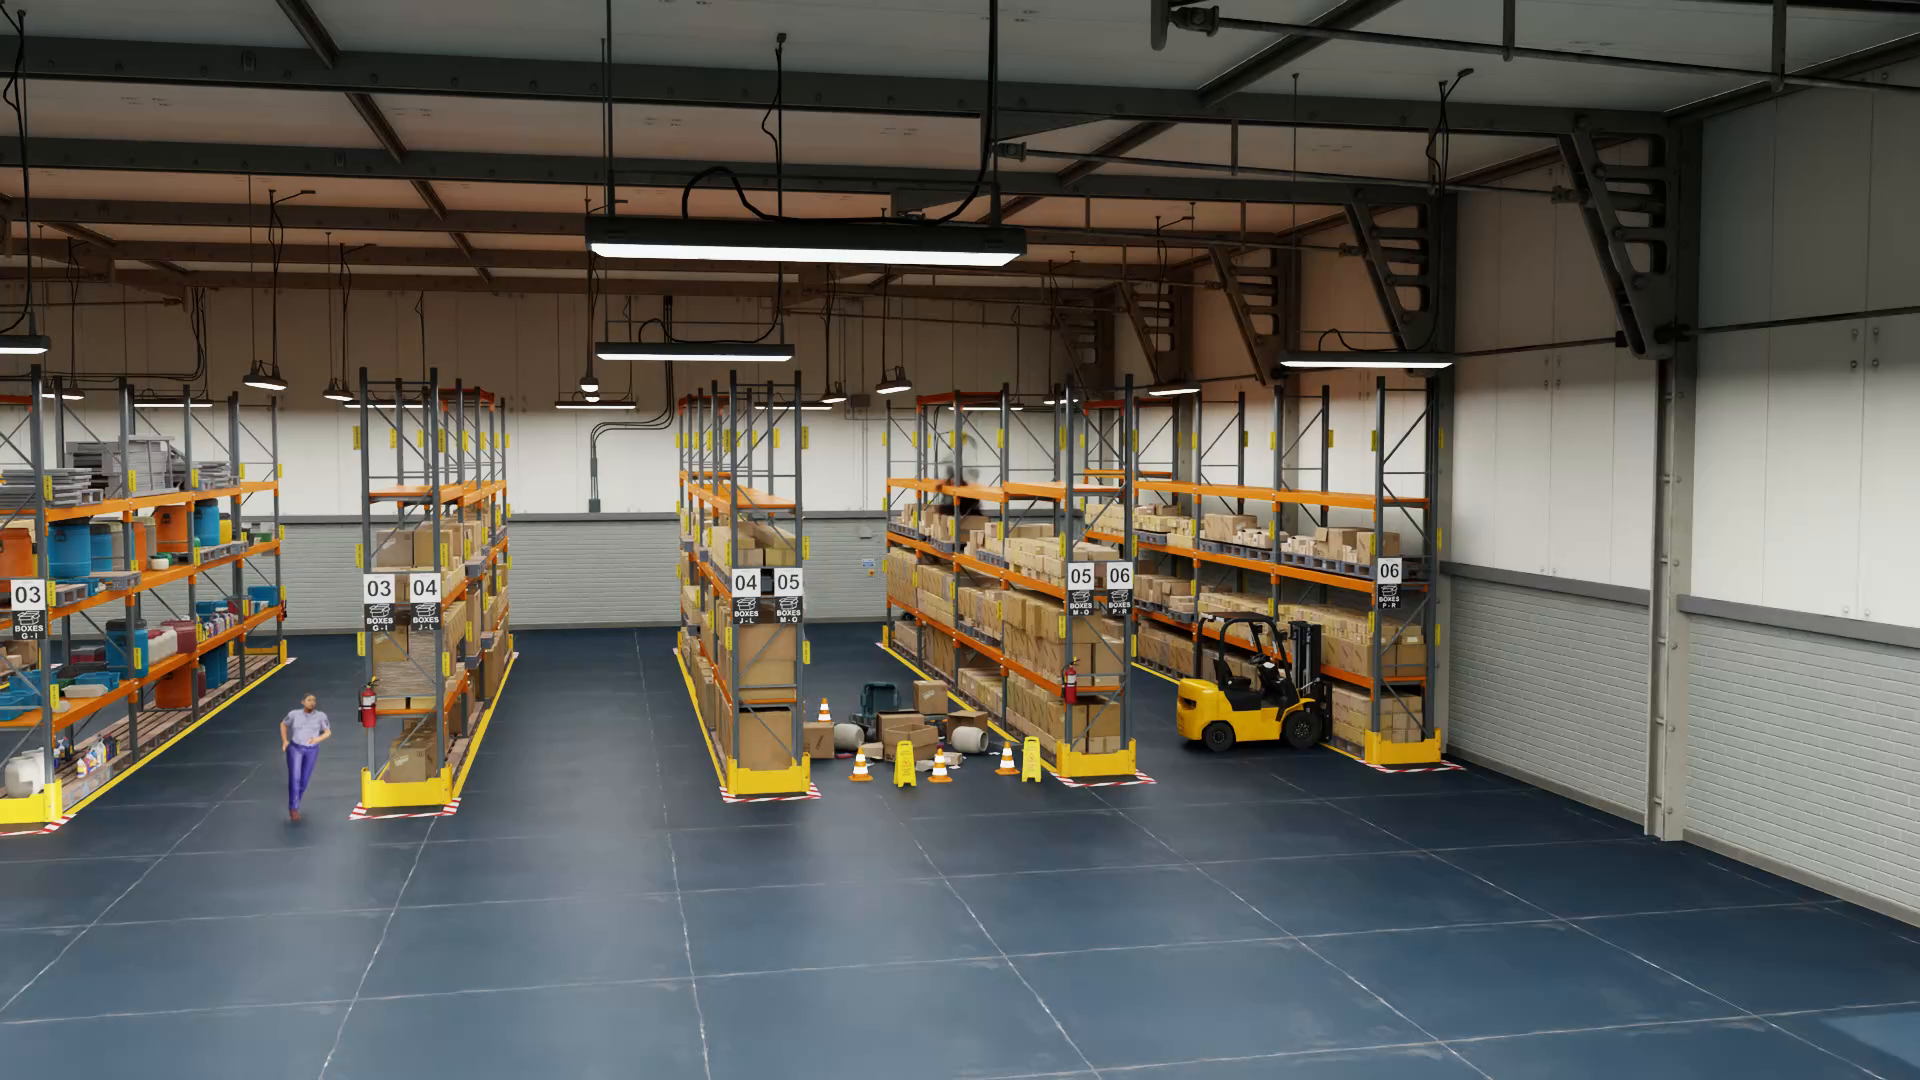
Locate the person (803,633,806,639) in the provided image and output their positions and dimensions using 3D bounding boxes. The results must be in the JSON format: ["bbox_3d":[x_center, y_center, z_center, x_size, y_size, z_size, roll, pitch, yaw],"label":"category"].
[{"bbox_3d":[-4.261,1.736,41.073,0.880,1.668,0.604,-1,4,-21],"label":"person"}]

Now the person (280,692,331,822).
[{"bbox_3d":[-8.751,2.872,22.273,0.603,1.665,0.767,-2,4,-31],"label":"person"}]

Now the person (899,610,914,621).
[{"bbox_3d":[-1.263,1.724,41.869,0.659,1.573,0.549,1,4,20],"label":"person"}]
